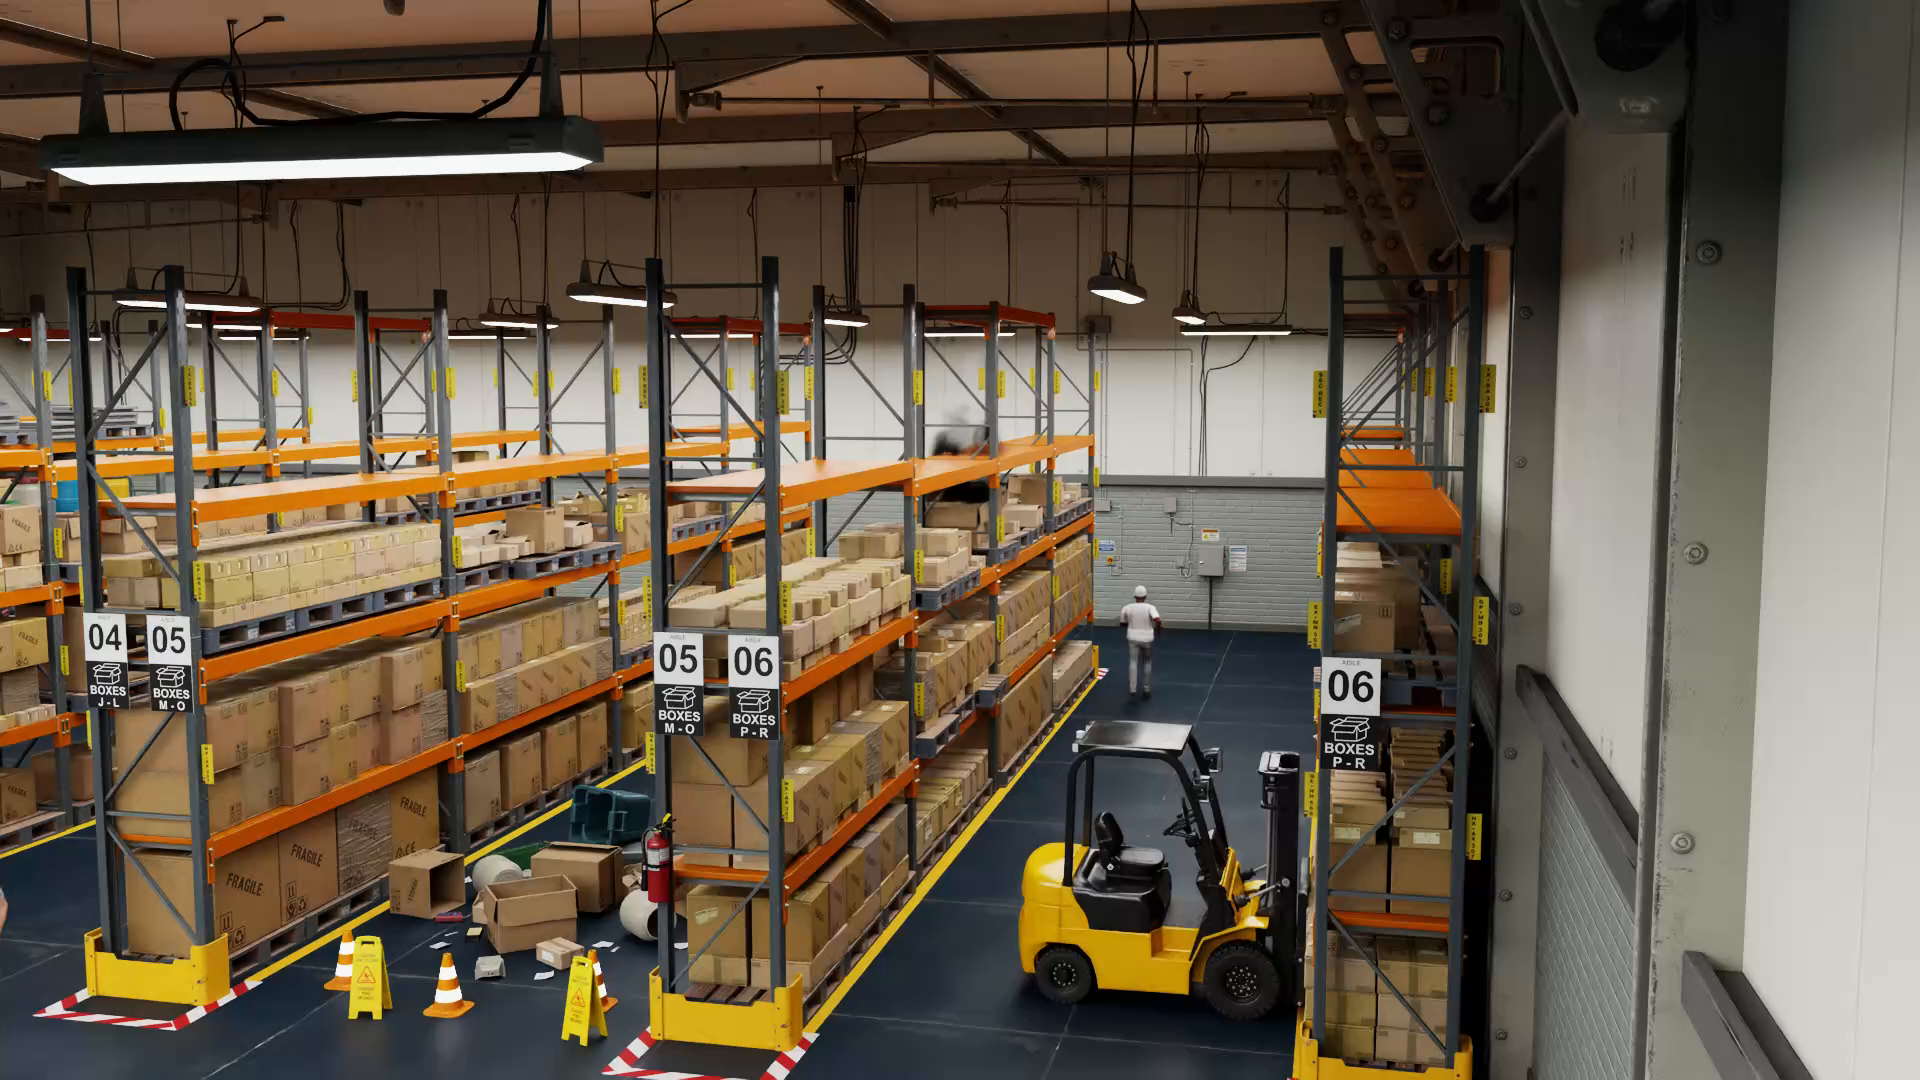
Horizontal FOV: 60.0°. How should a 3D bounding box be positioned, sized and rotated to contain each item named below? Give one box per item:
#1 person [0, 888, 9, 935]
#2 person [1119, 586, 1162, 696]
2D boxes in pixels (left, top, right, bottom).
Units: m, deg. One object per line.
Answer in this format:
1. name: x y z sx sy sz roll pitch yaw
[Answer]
1. person: -7.547 3.099 12.607 0.600 1.609 0.707 -5 8 -40
2. person: 2.847 1.615 26.261 0.686 1.802 0.876 1 6 10
